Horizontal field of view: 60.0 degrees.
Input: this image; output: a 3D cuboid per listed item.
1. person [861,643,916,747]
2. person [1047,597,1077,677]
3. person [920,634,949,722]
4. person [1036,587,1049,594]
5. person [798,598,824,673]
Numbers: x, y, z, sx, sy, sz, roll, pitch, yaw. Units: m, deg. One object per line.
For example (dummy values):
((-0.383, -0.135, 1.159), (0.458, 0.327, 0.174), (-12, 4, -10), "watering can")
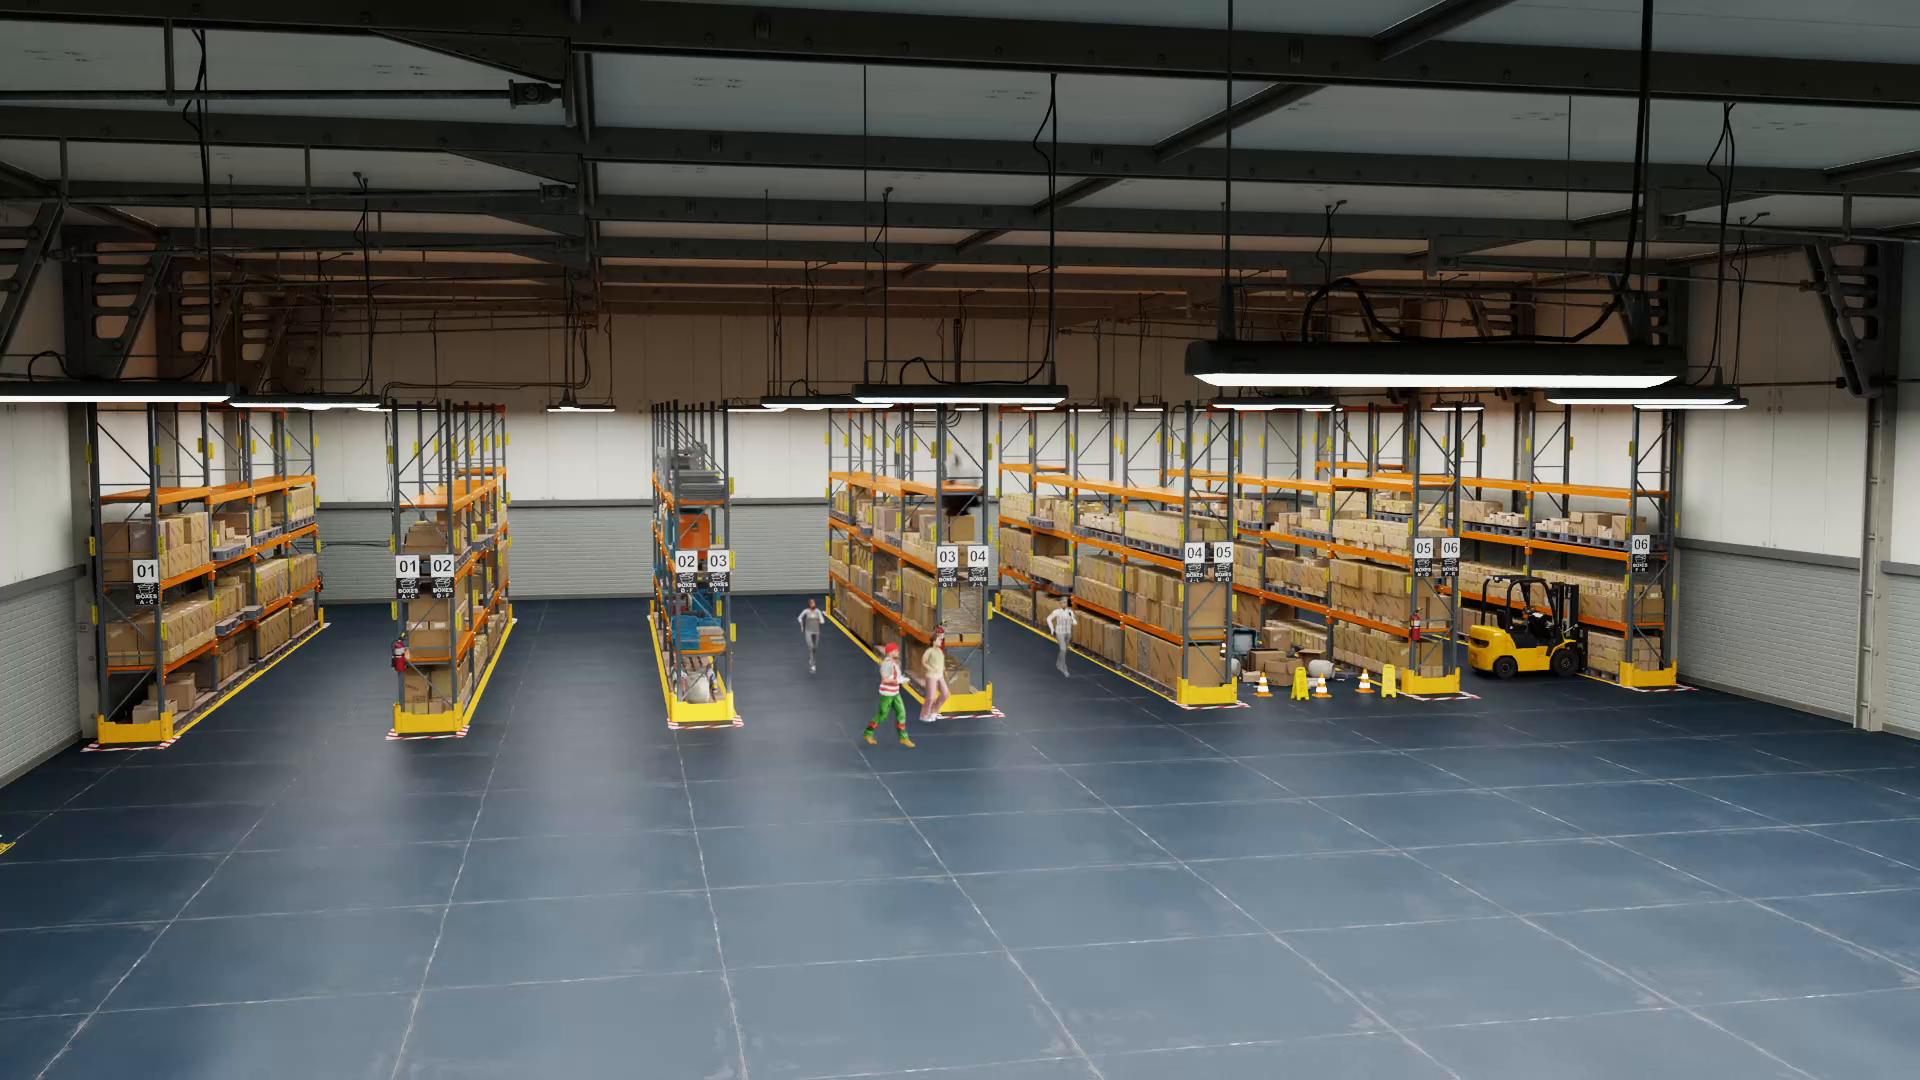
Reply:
((-1.236, 2.660, 28.565), (0.935, 1.806, 0.607), (1, 5, 17), "person")
((2.274, 2.107, 36.680), (0.587, 1.737, 0.807), (-2, 5, -25), "person")
((-0.434, 2.570, 30.963), (0.564, 1.632, 0.649), (4, 6, 44), "person")
((2.473, 1.155, 49.862), (0.672, 1.695, 0.595), (-4, 6, -40), "person")
((-3.302, 2.106, 37.128), (0.524, 1.611, 0.832), (-2, 5, -21), "person")
